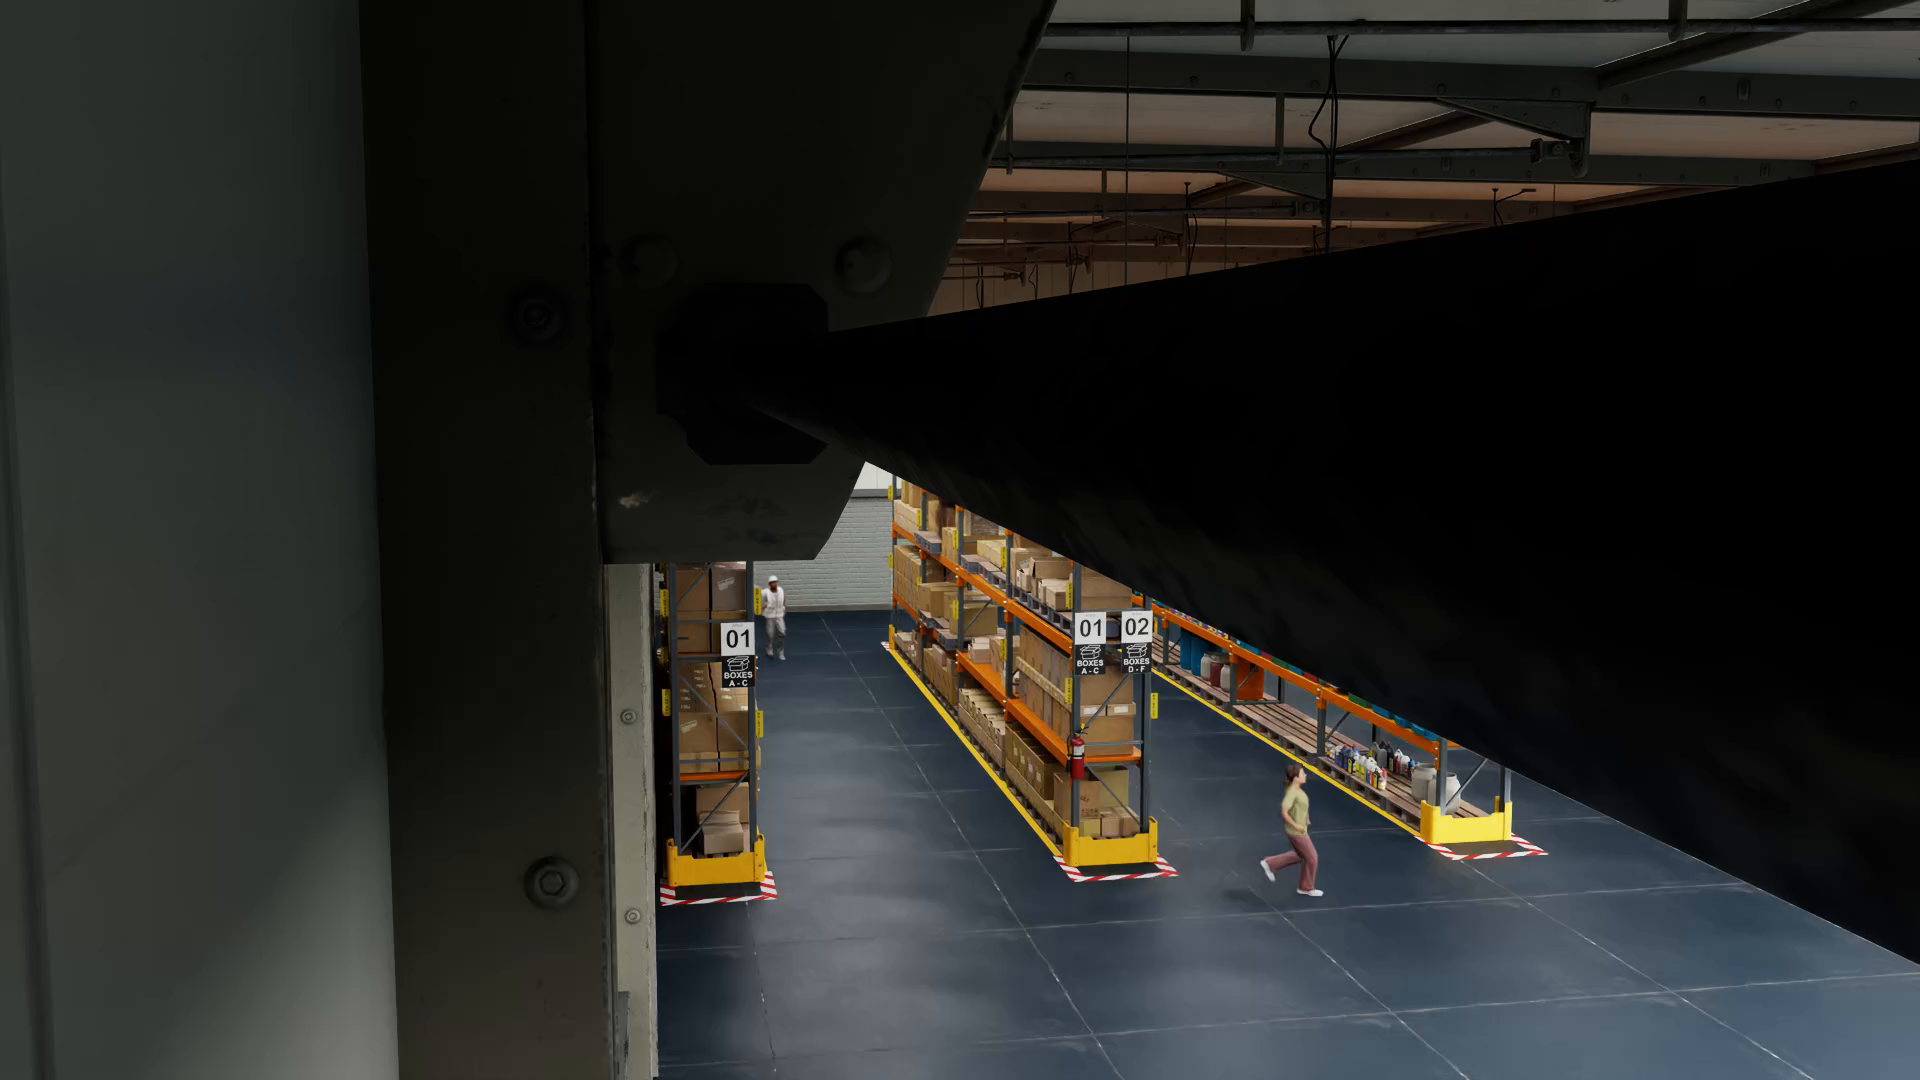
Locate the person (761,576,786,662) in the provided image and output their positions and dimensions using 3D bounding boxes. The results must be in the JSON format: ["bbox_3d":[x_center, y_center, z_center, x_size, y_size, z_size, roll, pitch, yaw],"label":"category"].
[{"bbox_3d":[-3.949,1.655,35.104,0.643,1.822,0.763,-3,7,-22],"label":"person"}]

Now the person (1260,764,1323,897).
[{"bbox_3d":[3.898,3.421,19.558,0.748,1.621,0.576,2,6,17],"label":"person"}]
